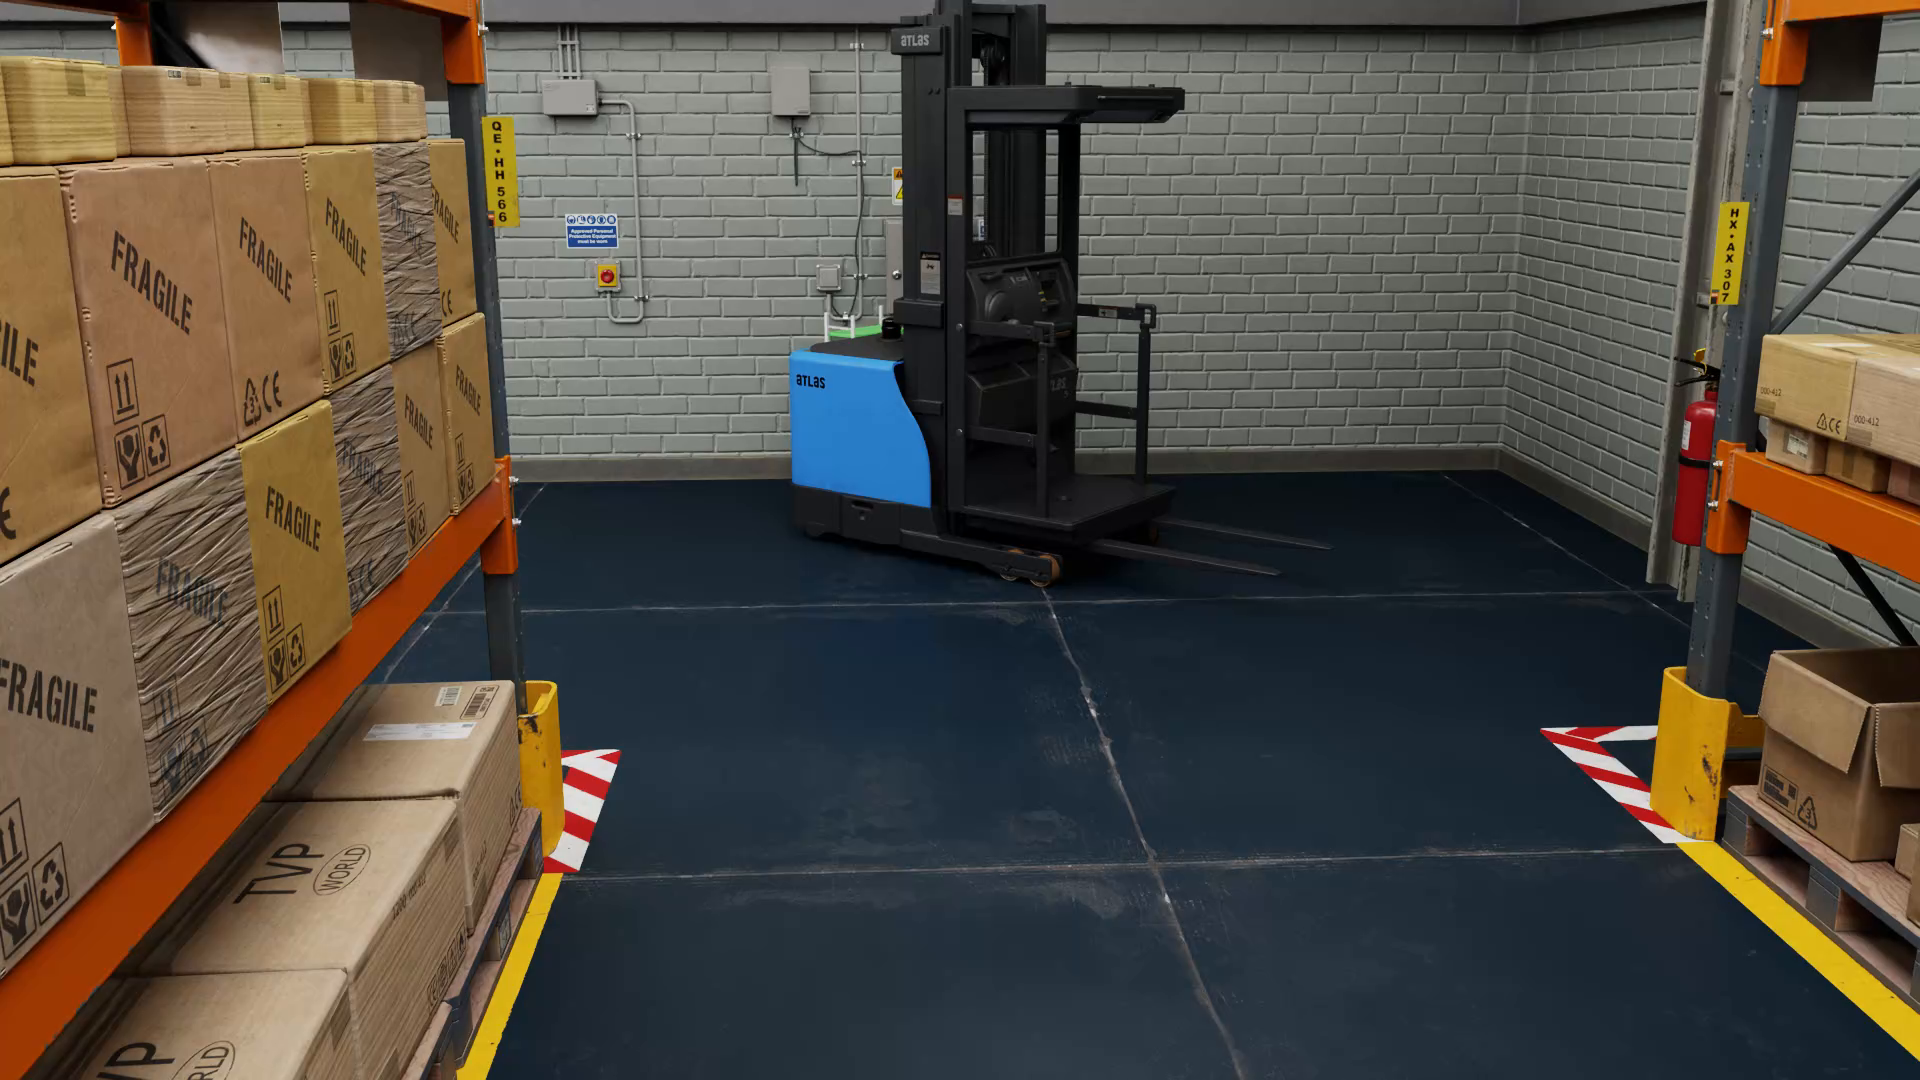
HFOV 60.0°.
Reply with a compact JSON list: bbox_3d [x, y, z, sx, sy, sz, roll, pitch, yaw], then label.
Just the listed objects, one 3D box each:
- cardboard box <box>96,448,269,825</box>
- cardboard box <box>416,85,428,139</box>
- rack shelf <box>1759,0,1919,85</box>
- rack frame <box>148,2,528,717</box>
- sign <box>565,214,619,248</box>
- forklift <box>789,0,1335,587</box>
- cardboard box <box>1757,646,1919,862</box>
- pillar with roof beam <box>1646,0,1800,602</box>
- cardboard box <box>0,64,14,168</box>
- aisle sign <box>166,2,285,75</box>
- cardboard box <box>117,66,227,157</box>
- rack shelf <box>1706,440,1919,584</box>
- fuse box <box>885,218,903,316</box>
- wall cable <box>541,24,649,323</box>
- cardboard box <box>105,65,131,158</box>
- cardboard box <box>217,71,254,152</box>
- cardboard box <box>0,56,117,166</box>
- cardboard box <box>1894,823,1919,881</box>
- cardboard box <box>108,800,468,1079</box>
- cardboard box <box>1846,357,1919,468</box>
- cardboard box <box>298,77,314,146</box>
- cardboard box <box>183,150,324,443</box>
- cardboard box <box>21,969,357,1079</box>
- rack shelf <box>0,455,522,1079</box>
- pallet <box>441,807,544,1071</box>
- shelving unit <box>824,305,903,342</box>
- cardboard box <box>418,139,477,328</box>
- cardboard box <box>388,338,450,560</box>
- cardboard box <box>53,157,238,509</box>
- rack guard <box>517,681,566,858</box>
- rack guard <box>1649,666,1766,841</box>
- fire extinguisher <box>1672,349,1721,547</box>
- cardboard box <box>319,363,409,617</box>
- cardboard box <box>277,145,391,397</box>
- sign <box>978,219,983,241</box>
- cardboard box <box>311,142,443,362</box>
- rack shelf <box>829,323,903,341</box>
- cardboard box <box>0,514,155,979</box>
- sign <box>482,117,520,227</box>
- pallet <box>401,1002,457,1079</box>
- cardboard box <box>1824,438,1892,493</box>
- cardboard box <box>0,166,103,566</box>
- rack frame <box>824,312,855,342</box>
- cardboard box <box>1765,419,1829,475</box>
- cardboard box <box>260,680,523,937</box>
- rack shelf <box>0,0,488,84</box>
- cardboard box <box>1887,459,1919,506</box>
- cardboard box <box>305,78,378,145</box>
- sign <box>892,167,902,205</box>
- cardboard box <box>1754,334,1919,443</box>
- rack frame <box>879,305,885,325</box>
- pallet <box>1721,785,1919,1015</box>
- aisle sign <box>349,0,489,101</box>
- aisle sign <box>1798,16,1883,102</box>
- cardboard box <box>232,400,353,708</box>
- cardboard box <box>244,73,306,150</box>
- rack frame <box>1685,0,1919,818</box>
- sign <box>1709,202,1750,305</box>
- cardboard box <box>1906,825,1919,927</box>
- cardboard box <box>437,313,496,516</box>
[{"bbox_3d":[-1.506,0.144,2.745,0.500,0.500,0.500,-1,14,-3],"label":"cardboard box"},{"bbox_3d":[-1.712,-1.193,4.635,0.380,0.149,0.250,-1,14,-3],"label":"cardboard box"},{"bbox_3d":[3.143,-1.117,3.271,1.077,0.370,4.000,-1,14,-3],"label":"rack shelf"},{"bbox_3d":[-1.935,-0.432,5.187,1.000,3.000,0.127,-1,14,-3],"label":"rack frame"},{"bbox_3d":[-2.359,-1.980,10.659,0.327,0.218,0.001,-1,14,-3],"label":"sign"},{"bbox_3d":[0.504,-1.326,8.800,3.031,2.935,1.130,10,18,35],"label":"forklift"},{"bbox_3d":[2.963,0.649,5.151,0.797,0.503,0.637,-1,15,-6],"label":"cardboard box"},{"bbox_3d":[-0.545,-4.033,7.143,9.100,9.000,0.400,-1,14,-3],"label":"pillar with roof beam"},{"bbox_3d":[-1.491,-0.556,2.159,0.380,0.149,0.250,-1,14,-4],"label":"cardboard box"},{"bbox_3d":[-2.228,-1.705,4.916,0.394,0.787,0.004,-1,14,-3],"label":"aisle sign"},{"bbox_3d":[-1.523,-0.746,2.897,0.380,0.149,0.250,-1,14,-3],"label":"cardboard box"},{"bbox_3d":[3.143,0.336,3.645,1.077,0.370,4.000,-1,14,-3],"label":"rack shelf"},{"bbox_3d":[-0.202,-1.207,10.782,0.539,1.711,0.414,-1,14,-3],"label":"fuse box"},{"bbox_3d":[-2.307,-2.342,10.506,0.585,1.953,0.123,-1,14,-3],"label":"wall cable"},{"bbox_3d":[-1.576,-0.684,2.655,0.380,0.149,0.250,-1,14,-4],"label":"cardboard box"},{"bbox_3d":[-1.581,-0.811,3.150,0.380,0.149,0.250,0,14,-2],"label":"cardboard box"},{"bbox_3d":[-1.479,-0.623,2.417,0.380,0.149,0.250,-1,14,-5],"label":"cardboard box"},{"bbox_3d":[2.950,0.927,4.782,0.380,0.149,0.250,-1,15,-6],"label":"cardboard box"},{"bbox_3d":[-1.729,0.995,3.938,0.875,0.438,0.875,0,14,-2],"label":"cardboard box"},{"bbox_3d":[2.810,-0.339,4.528,0.500,0.250,0.500,-1,14,-3],"label":"cardboard box"},{"bbox_3d":[-1.653,-0.938,3.643,0.380,0.149,0.250,-1,14,-4],"label":"cardboard box"},{"bbox_3d":[-1.549,-0.471,3.131,0.500,0.500,0.500,-1,14,-4],"label":"cardboard box"},{"bbox_3d":[-1.675,1.219,3.066,0.875,0.438,0.875,-1,14,-5],"label":"cardboard box"},{"bbox_3d":[-1.811,0.413,3.344,1.077,0.370,4.000,-1,14,-3],"label":"rack shelf"},{"bbox_3d":[-1.807,1.116,4.767,1.003,0.211,1.213,-1,14,-3],"label":"pallet"},{"bbox_3d":[-0.567,-0.822,10.315,0.258,1.200,0.503,12,19,38],"label":"shelving unit"},{"bbox_3d":[-1.667,-0.849,4.599,0.500,0.500,0.500,0,14,-2],"label":"cardboard box"},{"bbox_3d":[-1.624,-0.240,4.238,0.500,0.500,0.500,-1,14,-5],"label":"cardboard box"},{"bbox_3d":[-1.520,-0.346,2.643,0.500,0.500,0.500,-1,14,-2],"label":"cardboard box"},{"bbox_3d":[-1.936,0.772,5.522,1.175,0.500,0.348,-1,14,-3],"label":"rack guard"},{"bbox_3d":[3.024,0.719,5.727,1.175,0.500,0.348,-1,14,-3],"label":"rack guard"},{"bbox_3d":[2.549,-0.321,5.659,0.296,0.674,0.183,-1,14,-3],"label":"fire extinguisher"},{"bbox_3d":[-1.583,-0.112,3.742,0.500,0.500,0.500,0,14,-2],"label":"cardboard box"},{"bbox_3d":[-1.578,-0.596,3.617,0.500,0.500,0.500,-1,14,-4],"label":"cardboard box"},{"bbox_3d":[0.279,-1.844,10.863,0.329,0.494,0.001,-1,14,-3],"label":"sign"},{"bbox_3d":[-1.605,-0.719,4.095,0.500,0.500,0.500,-1,14,-3],"label":"cardboard box"},{"bbox_3d":[-0.567,-1.225,10.211,0.258,0.148,0.480,12,19,38],"label":"rack shelf"},{"bbox_3d":[-1.482,0.268,2.264,0.500,0.500,0.500,-1,14,-3],"label":"cardboard box"},{"bbox_3d":[-1.392,-1.113,5.033,0.100,0.325,0.005,-1,14,-3],"label":"sign"},{"bbox_3d":[-1.734,1.418,3.590,1.003,0.211,1.213,-1,14,-3],"label":"pallet"},{"bbox_3d":[2.828,-0.240,4.943,0.380,0.149,0.250,-1,14,-2],"label":"cardboard box"},{"bbox_3d":[-1.500,-0.218,2.147,0.500,0.500,0.500,-1,14,-4],"label":"cardboard box"},{"bbox_3d":[-0.723,-0.776,10.133,0.240,1.200,0.015,12,19,38],"label":"rack frame"},{"bbox_3d":[2.766,-0.302,5.186,0.380,0.149,0.250,-1,14,-4],"label":"cardboard box"},{"bbox_3d":[-1.794,0.768,4.822,0.875,0.438,0.875,-1,14,-5],"label":"cardboard box"},{"bbox_3d":[-1.811,-1.039,2.970,1.077,0.370,4.000,-1,14,-3],"label":"rack shelf"},{"bbox_3d":[2.879,-0.175,4.691,0.380,0.149,0.250,-1,14,-4],"label":"cardboard box"},{"bbox_3d":[-1.598,-1.004,3.900,0.380,0.149,0.250,-1,14,-2],"label":"cardboard box"},{"bbox_3d":[-0.270,-2.281,10.715,0.339,0.242,0.001,-1,14,-3],"label":"sign"},{"bbox_3d":[2.779,-0.464,5.016,0.500,0.250,0.500,-1,14,-3],"label":"cardboard box"},{"bbox_3d":[-0.411,-0.869,10.497,0.240,1.200,0.015,12,19,38],"label":"rack frame"},{"bbox_3d":[3.074,1.058,4.992,1.003,0.211,1.213,-1,14,-3],"label":"pallet"},{"bbox_3d":[-1.630,-1.714,4.952,0.394,0.787,0.004,-1,14,-3],"label":"aisle sign"},{"bbox_3d":[2.722,-1.781,5.213,0.394,0.787,0.004,-1,14,-3],"label":"aisle sign"},{"bbox_3d":[-1.538,0.016,3.243,0.500,0.500,0.500,0,14,-2],"label":"cardboard box"},{"bbox_3d":[-1.579,-0.877,3.404,0.380,0.149,0.250,-1,14,-2],"label":"cardboard box"},{"bbox_3d":[3.019,-0.510,5.489,1.000,3.000,0.127,-1,14,-3],"label":"rack frame"},{"bbox_3d":[2.478,-0.921,5.348,0.100,0.325,0.005,-1,14,-3],"label":"sign"},{"bbox_3d":[2.977,0.864,4.322,0.700,0.500,0.500,0,14,-1],"label":"cardboard box"},{"bbox_3d":[-1.640,-0.365,4.724,0.500,0.500,0.500,-1,14,-3],"label":"cardboard box"}]
